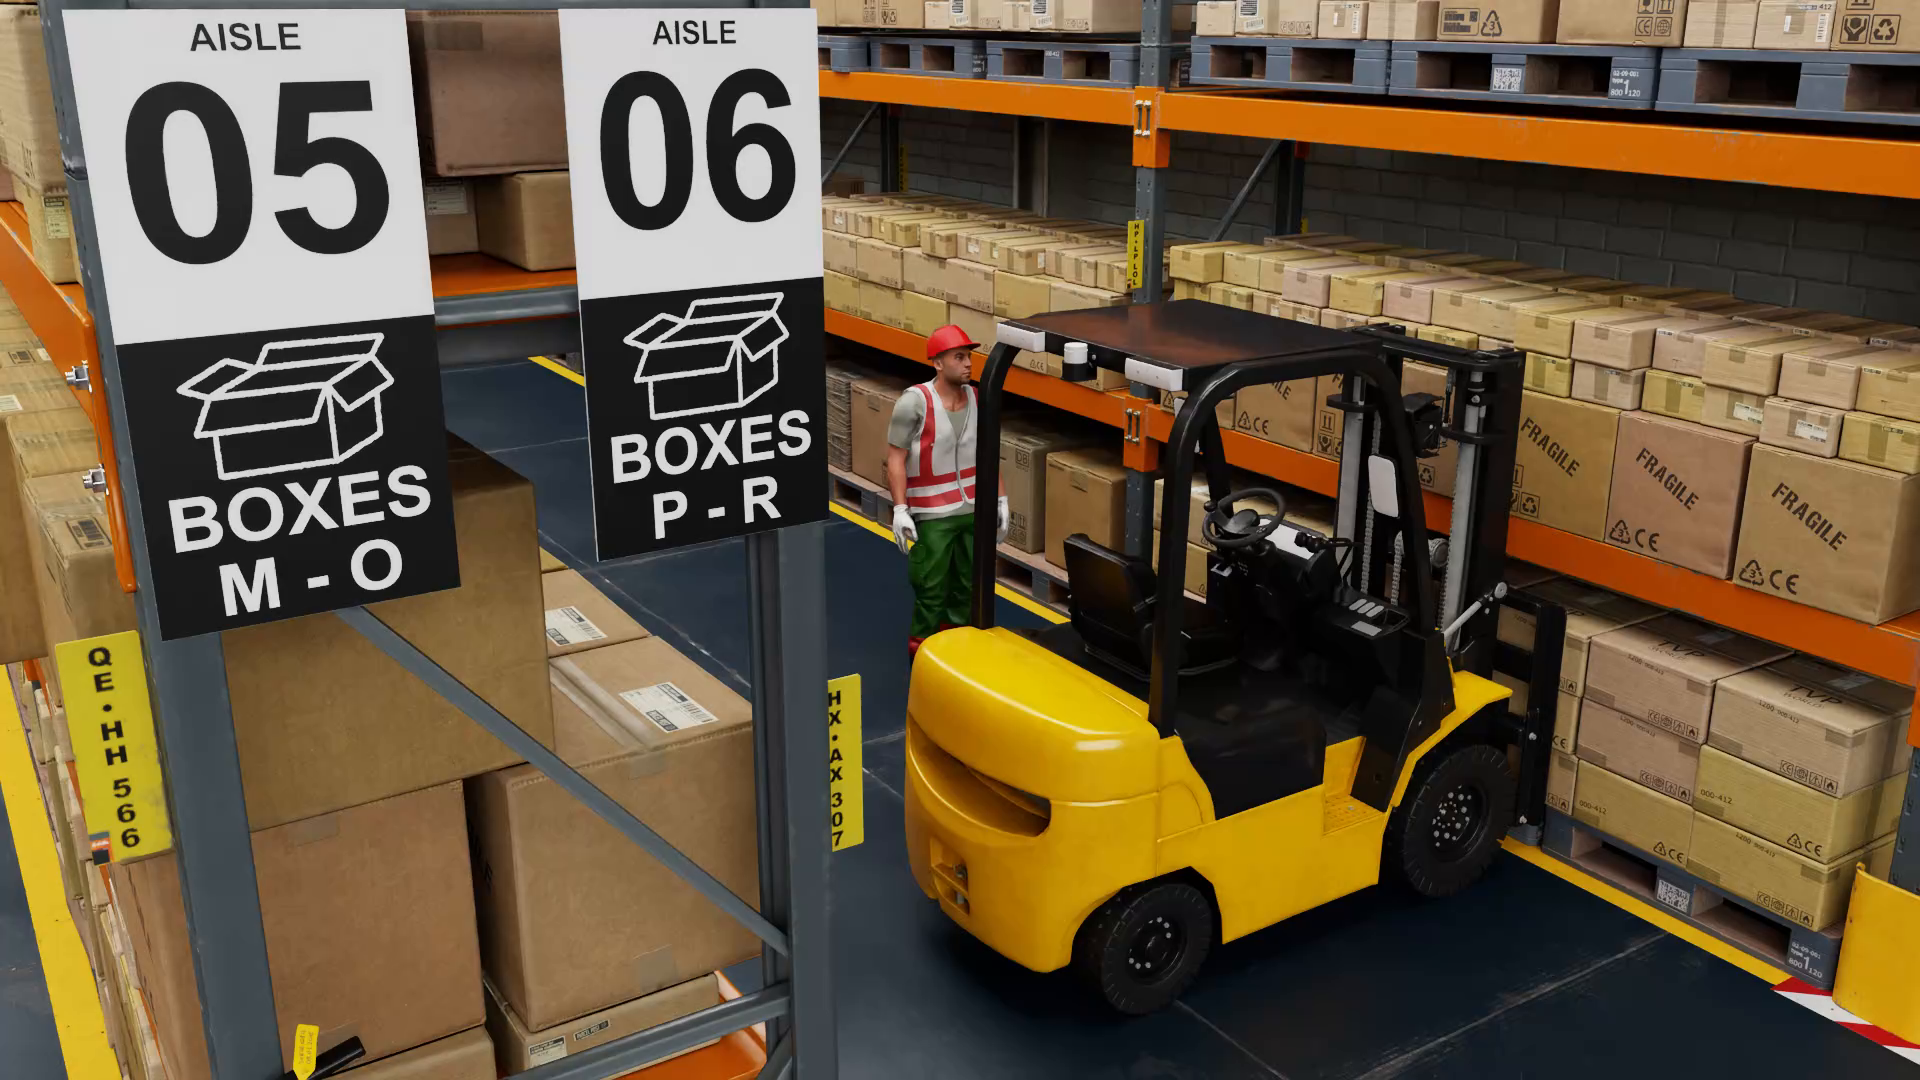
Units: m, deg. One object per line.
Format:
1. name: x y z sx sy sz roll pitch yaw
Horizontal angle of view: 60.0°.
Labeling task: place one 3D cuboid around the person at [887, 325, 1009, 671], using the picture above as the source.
1. person: -0.013 -0.094 7.773 0.637 1.790 0.562 -11 21 -31
